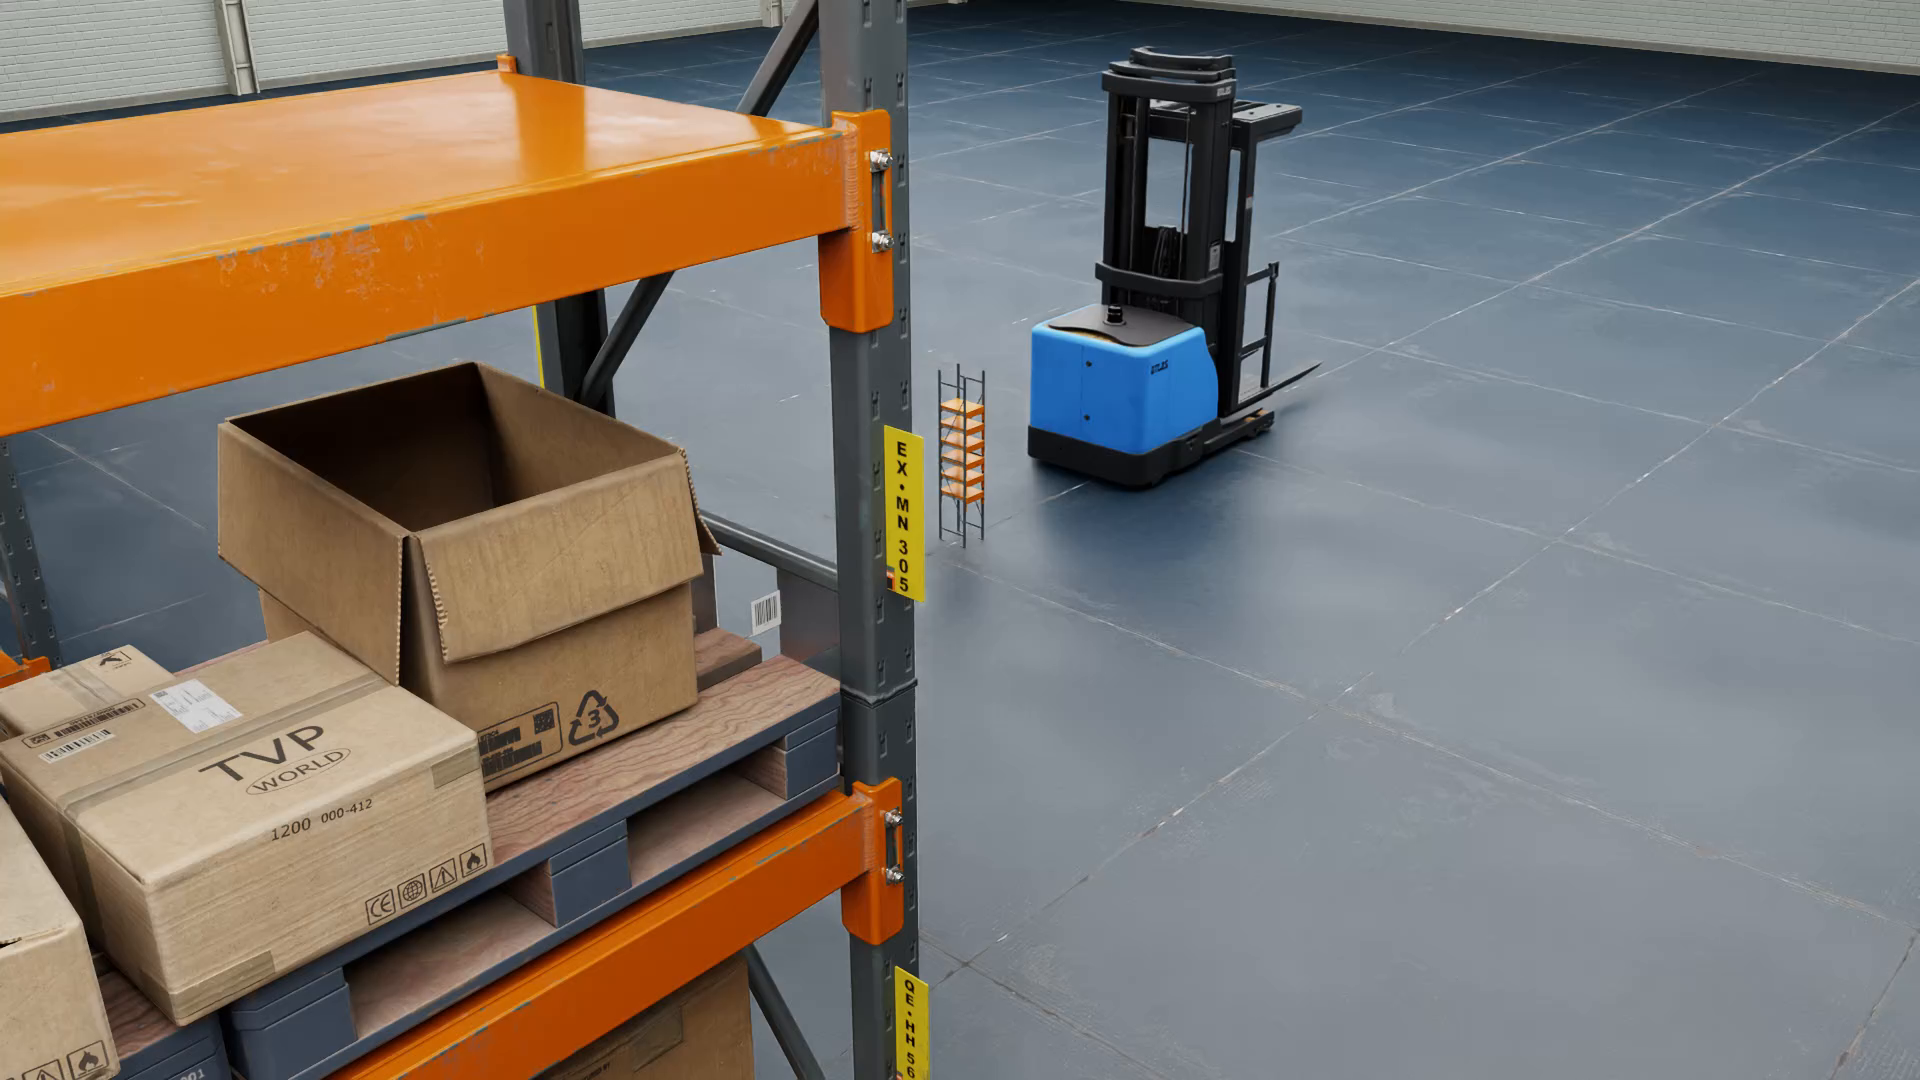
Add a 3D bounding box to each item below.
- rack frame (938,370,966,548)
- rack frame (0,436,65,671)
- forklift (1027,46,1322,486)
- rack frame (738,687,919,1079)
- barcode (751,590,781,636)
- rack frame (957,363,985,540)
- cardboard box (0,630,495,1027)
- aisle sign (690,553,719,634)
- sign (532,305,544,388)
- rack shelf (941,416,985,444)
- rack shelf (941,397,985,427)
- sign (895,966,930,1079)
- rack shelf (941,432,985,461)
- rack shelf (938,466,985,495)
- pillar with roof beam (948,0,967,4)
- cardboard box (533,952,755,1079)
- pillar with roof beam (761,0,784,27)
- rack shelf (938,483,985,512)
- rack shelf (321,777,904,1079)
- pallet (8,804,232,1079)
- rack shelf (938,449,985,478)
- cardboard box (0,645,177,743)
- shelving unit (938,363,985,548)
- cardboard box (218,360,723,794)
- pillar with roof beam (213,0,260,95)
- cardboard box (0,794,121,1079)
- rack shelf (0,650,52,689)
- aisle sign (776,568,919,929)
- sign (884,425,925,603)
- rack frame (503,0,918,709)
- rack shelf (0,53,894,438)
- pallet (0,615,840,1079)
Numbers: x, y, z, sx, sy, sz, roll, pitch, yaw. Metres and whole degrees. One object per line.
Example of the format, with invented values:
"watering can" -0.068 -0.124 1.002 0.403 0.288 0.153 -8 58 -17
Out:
"rack frame" -0.051 -0.524 10.952 0.240 1.200 0.006 20 31 38
"rack frame" -4.184 0.184 7.172 1.000 3.000 0.127 20 31 38
"forklift" 1.838 -2.254 12.694 1.130 2.935 3.031 19 30 36
"rack frame" -0.498 1.538 4.153 1.000 3.000 0.127 20 31 38
"barcode" -0.340 0.128 2.922 0.001 0.075 0.075 20 31 38
"rack frame" 0.071 -0.580 11.077 0.240 1.200 0.006 20 31 38
"cardboard box" -1.070 0.405 2.512 0.500 0.250 0.500 20 31 38
"aisle sign" -0.682 0.248 3.852 0.394 0.787 0.004 20 31 38
"sign" -0.907 -0.419 3.686 0.100 0.325 0.005 20 31 38
"rack shelf" 0.010 -0.730 10.934 0.258 0.103 0.180 20 31 38
"rack shelf" 0.010 -0.840 10.885 0.258 0.103 0.180 20 31 38
"sign" -0.103 1.054 3.528 0.100 0.325 0.005 20 31 38
"rack shelf" 0.010 -0.621 10.983 0.258 0.103 0.180 20 31 38
"rack shelf" 0.010 -0.402 11.082 0.258 0.103 0.180 20 31 38
"pillar with roof beam" 3.141 -15.964 35.856 9.100 9.000 0.400 20 31 38
"cardboard box" -0.855 1.055 3.522 0.700 0.500 0.500 20 31 38
"pillar with roof beam" -0.864 -14.136 31.779 9.100 9.000 0.400 20 31 38
"rack shelf" 0.010 -0.292 11.131 0.258 0.103 0.180 20 31 38
"rack shelf" -1.833 1.107 2.328 1.077 0.370 4.000 20 31 38
"pallet" -1.803 0.792 2.260 1.003 0.211 1.213 20 31 38
"rack shelf" 0.010 -0.511 11.033 0.258 0.103 0.180 20 31 38
"cardboard box" -1.415 0.339 2.784 0.380 0.149 0.250 20 31 38
"shelving unit" 0.010 -0.552 11.014 0.258 1.200 0.189 20 31 38
"cardboard box" -0.885 0.041 3.016 0.637 0.503 0.797 -22 32 -39
"pillar with roof beam" -8.873 -10.480 23.625 9.100 9.000 0.400 20 31 38
"cardboard box" -1.441 0.547 2.122 0.500 0.311 0.500 -20 31 -37
"rack shelf" -5.519 1.122 5.960 1.077 0.370 4.000 20 31 38
"aisle sign" -0.236 0.412 3.487 0.394 0.787 0.004 20 31 38
"sign" -0.103 -0.046 3.035 0.100 0.325 0.005 20 31 38
"rack frame" -0.498 -1.199 2.926 1.000 3.000 0.127 20 31 38
"rack shelf" -1.833 -0.079 1.796 1.077 0.370 4.000 20 31 38
"pallet" -0.989 0.418 3.093 1.003 0.211 1.213 20 31 38
